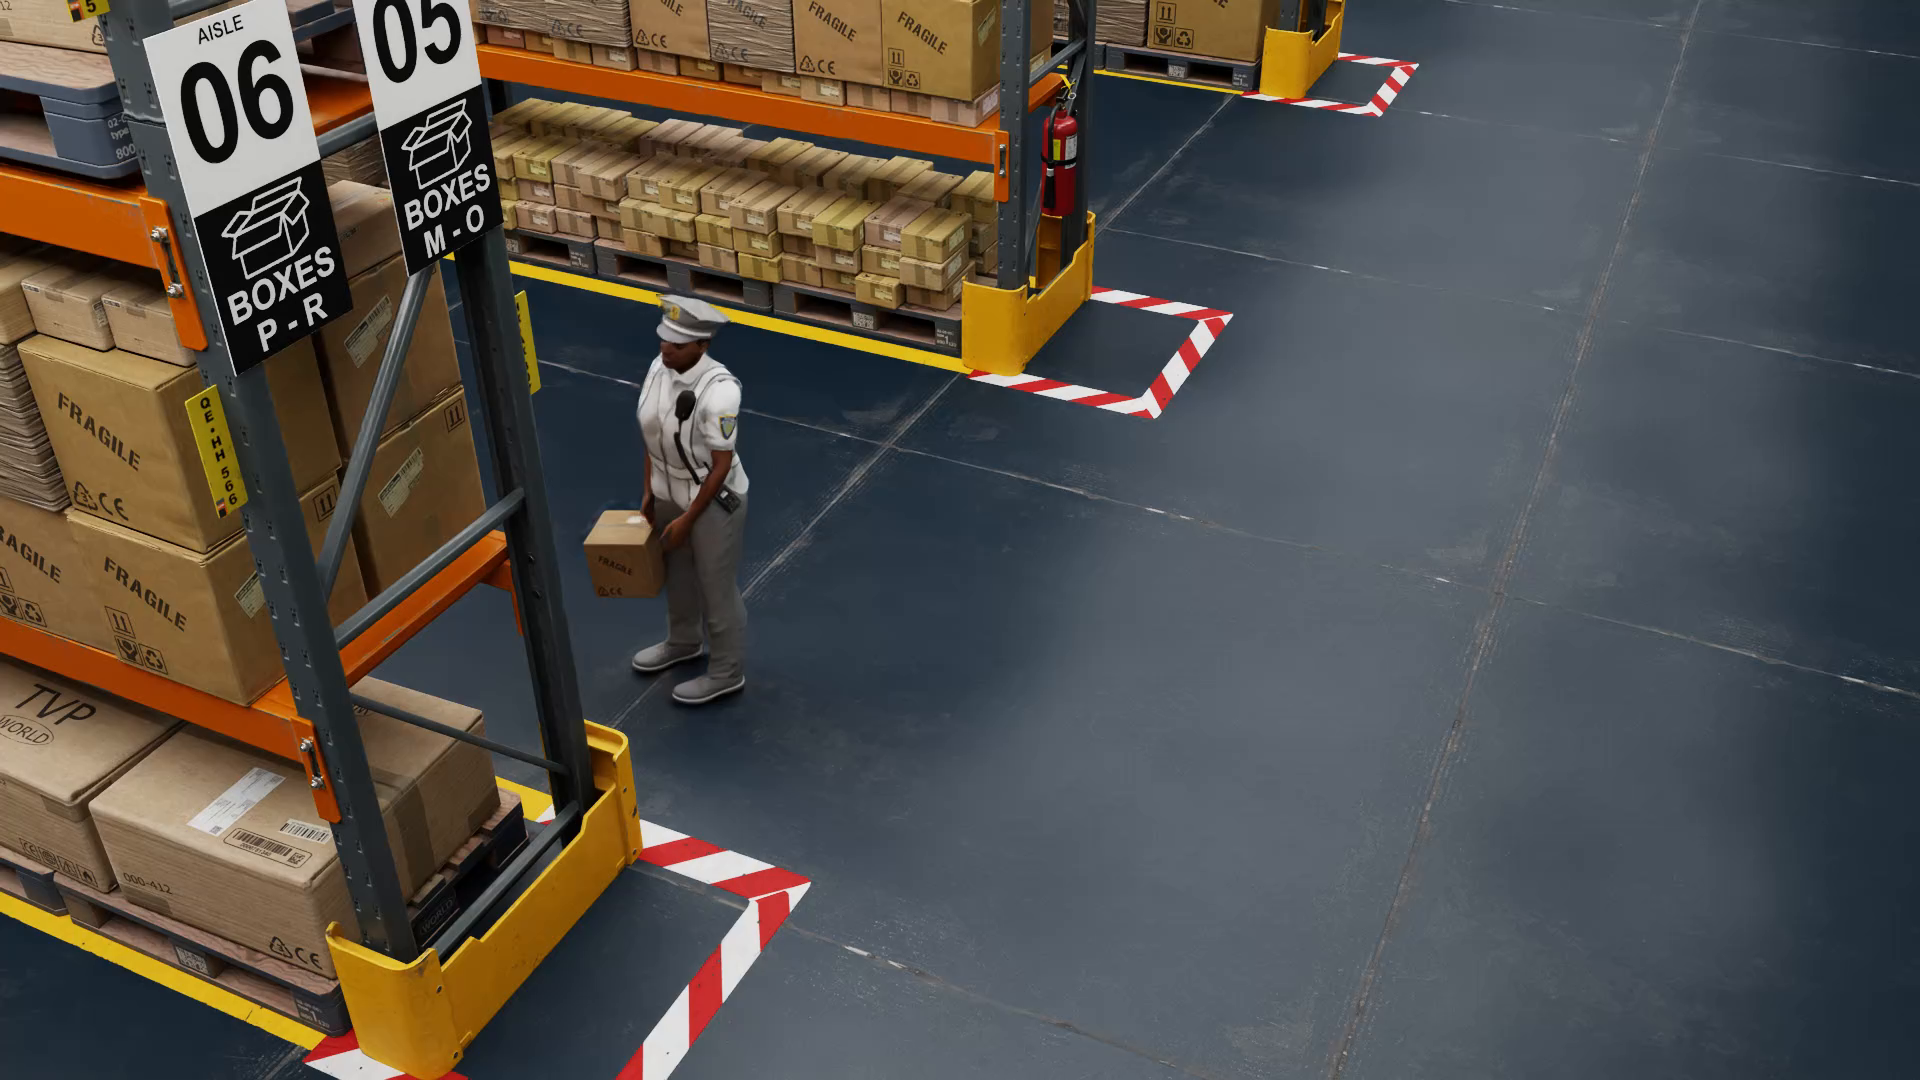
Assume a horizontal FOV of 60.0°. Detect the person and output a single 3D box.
[{"bbox_3d":[-1.059,-0.156,6.318,0.532,1.702,0.422,27,42,34],"label":"person"}]
